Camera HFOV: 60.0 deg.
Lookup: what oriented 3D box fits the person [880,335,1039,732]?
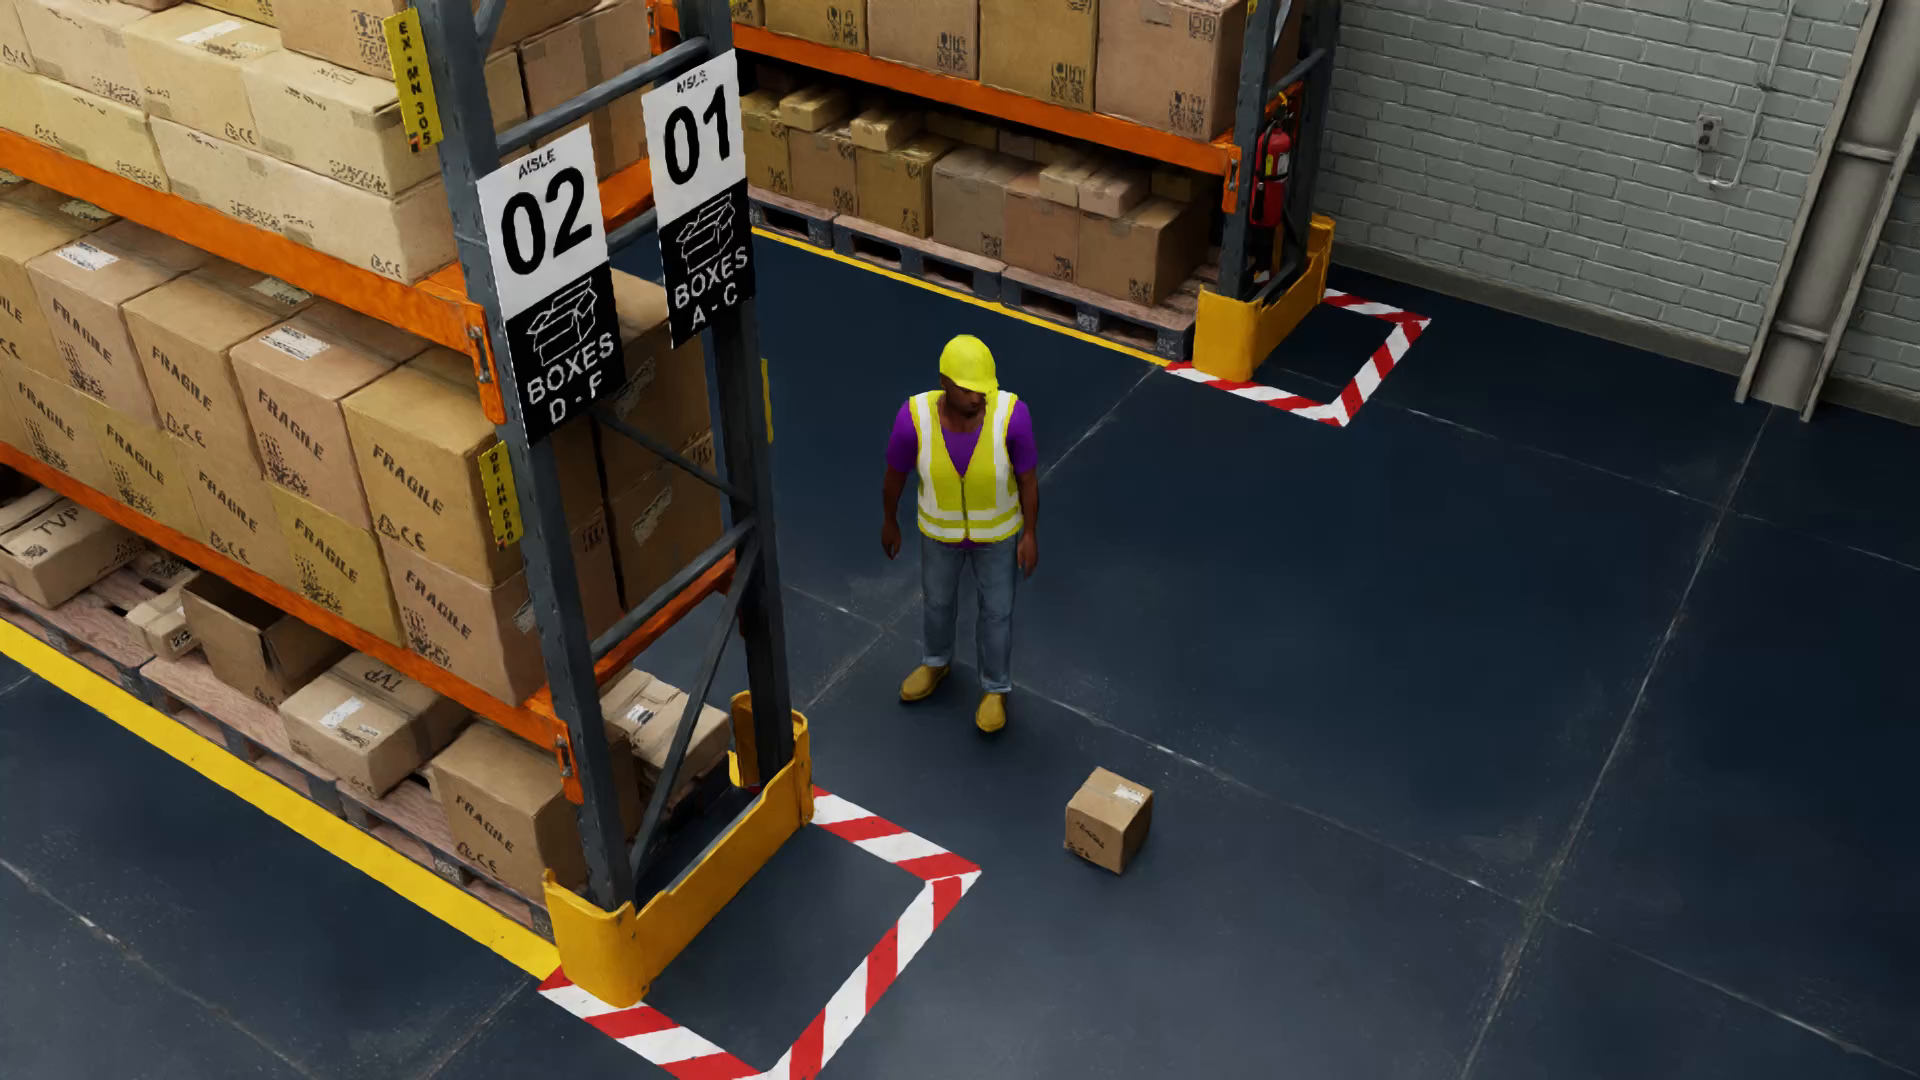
[{"bbox_3d":[-0.009,-0.005,6.629,0.650,1.768,0.521,3,38,3],"label":"person"}]
